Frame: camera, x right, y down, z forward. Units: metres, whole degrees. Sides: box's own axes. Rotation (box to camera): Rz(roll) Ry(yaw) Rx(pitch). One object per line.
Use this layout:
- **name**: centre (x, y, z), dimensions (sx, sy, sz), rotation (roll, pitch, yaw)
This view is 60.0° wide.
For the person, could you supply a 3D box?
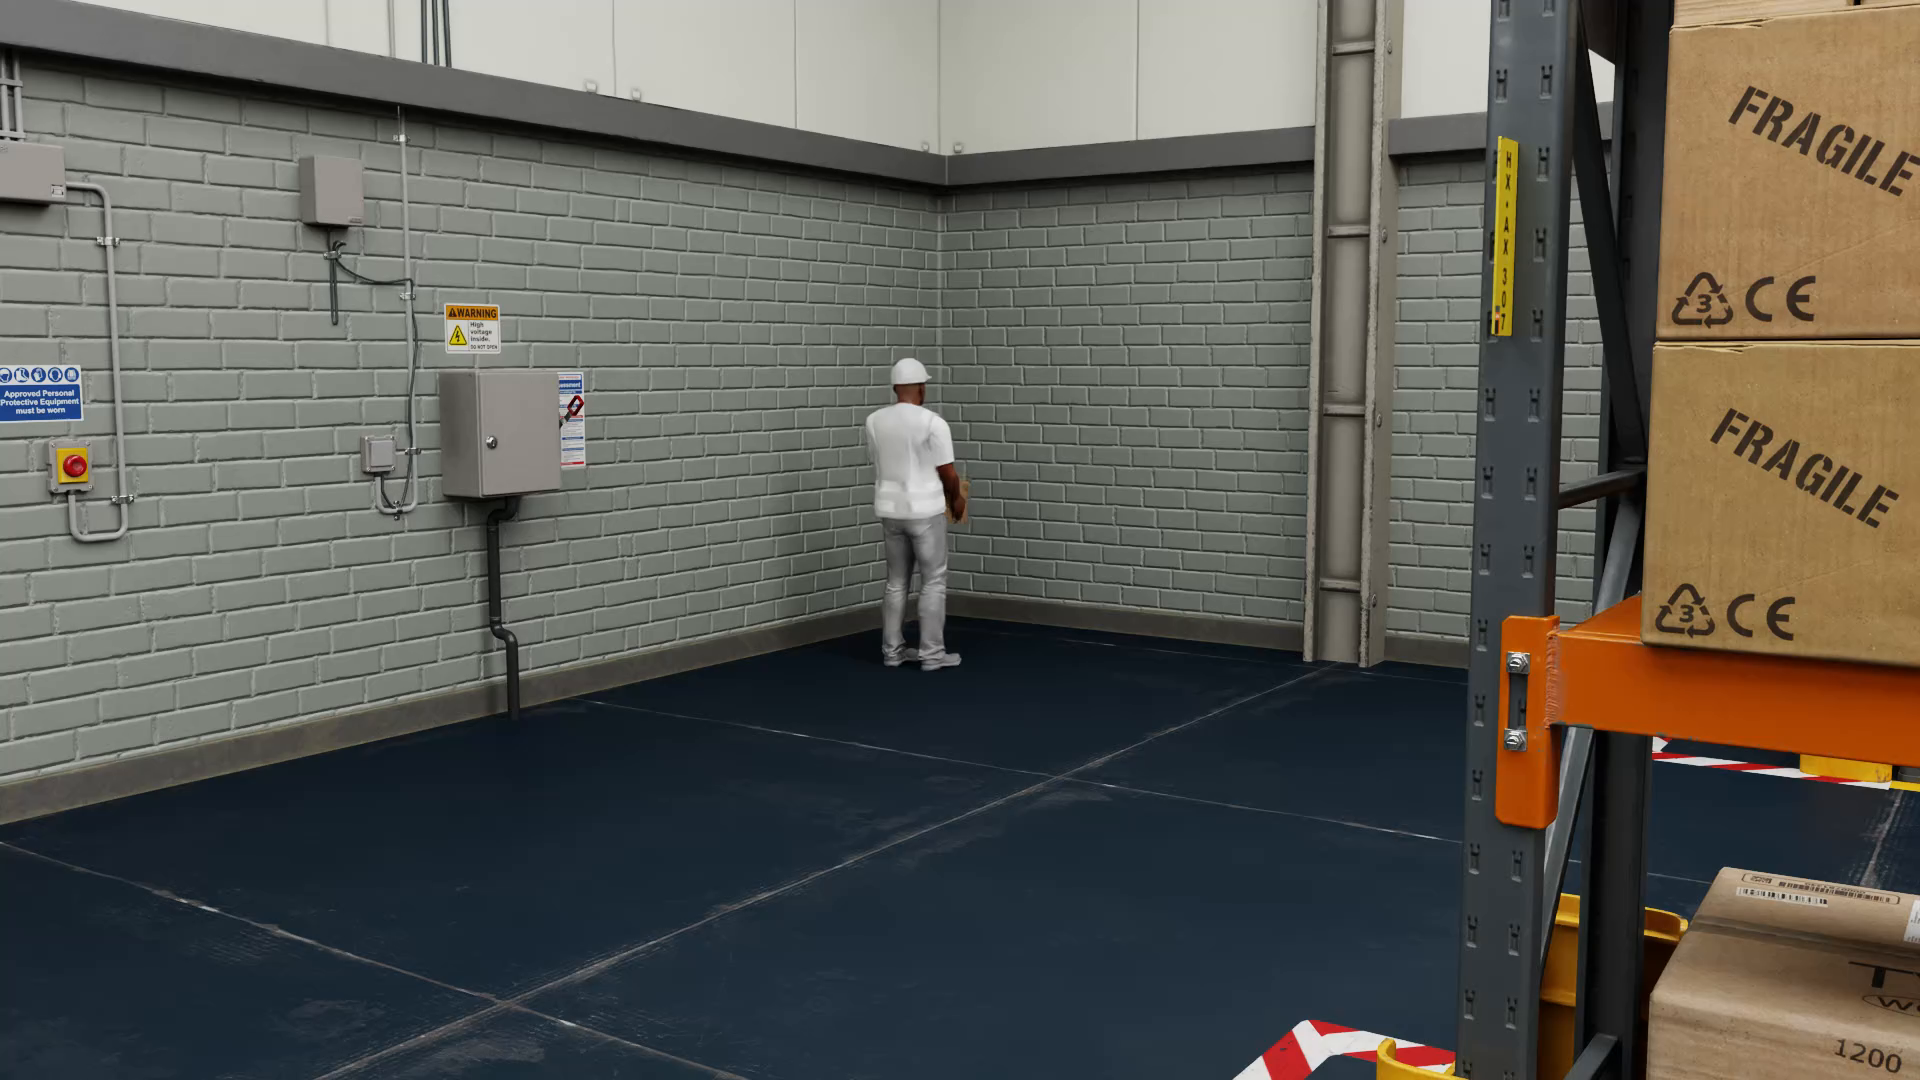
- **person**: centre (-0.235, -0.156, 9.584), dimensions (0.553, 1.769, 0.532), rotation (4, 7, 33)
